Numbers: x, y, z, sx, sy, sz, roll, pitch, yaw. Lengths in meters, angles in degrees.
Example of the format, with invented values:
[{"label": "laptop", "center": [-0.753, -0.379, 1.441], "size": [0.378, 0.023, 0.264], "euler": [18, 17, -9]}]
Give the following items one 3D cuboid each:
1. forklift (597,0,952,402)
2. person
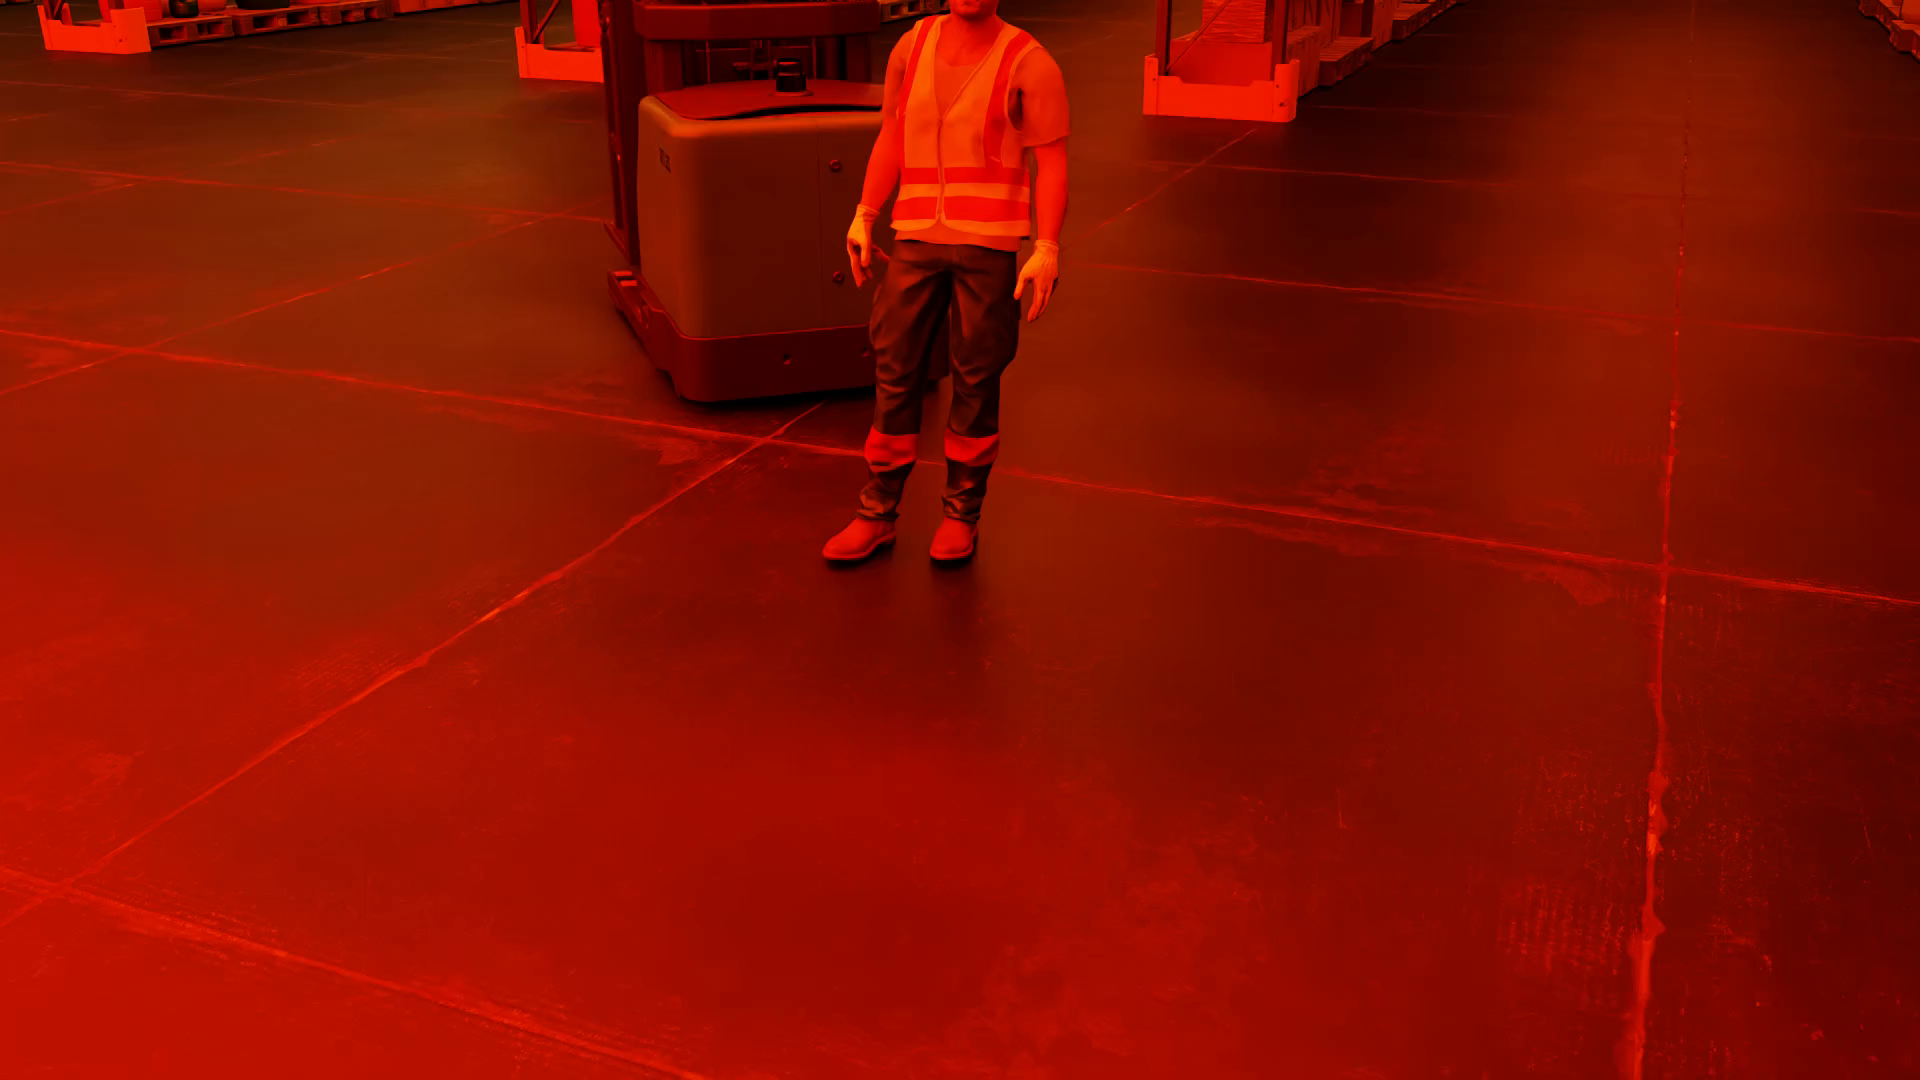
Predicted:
[{"label": "forklift", "center": [-0.989, -2.400, 7.035], "size": [1.130, 2.935, 3.031], "euler": [-8, 24, -17]}, {"label": "person", "center": [-0.041, -0.805, 4.681], "size": [0.638, 1.787, 0.564], "euler": [9, 24, 21]}]
